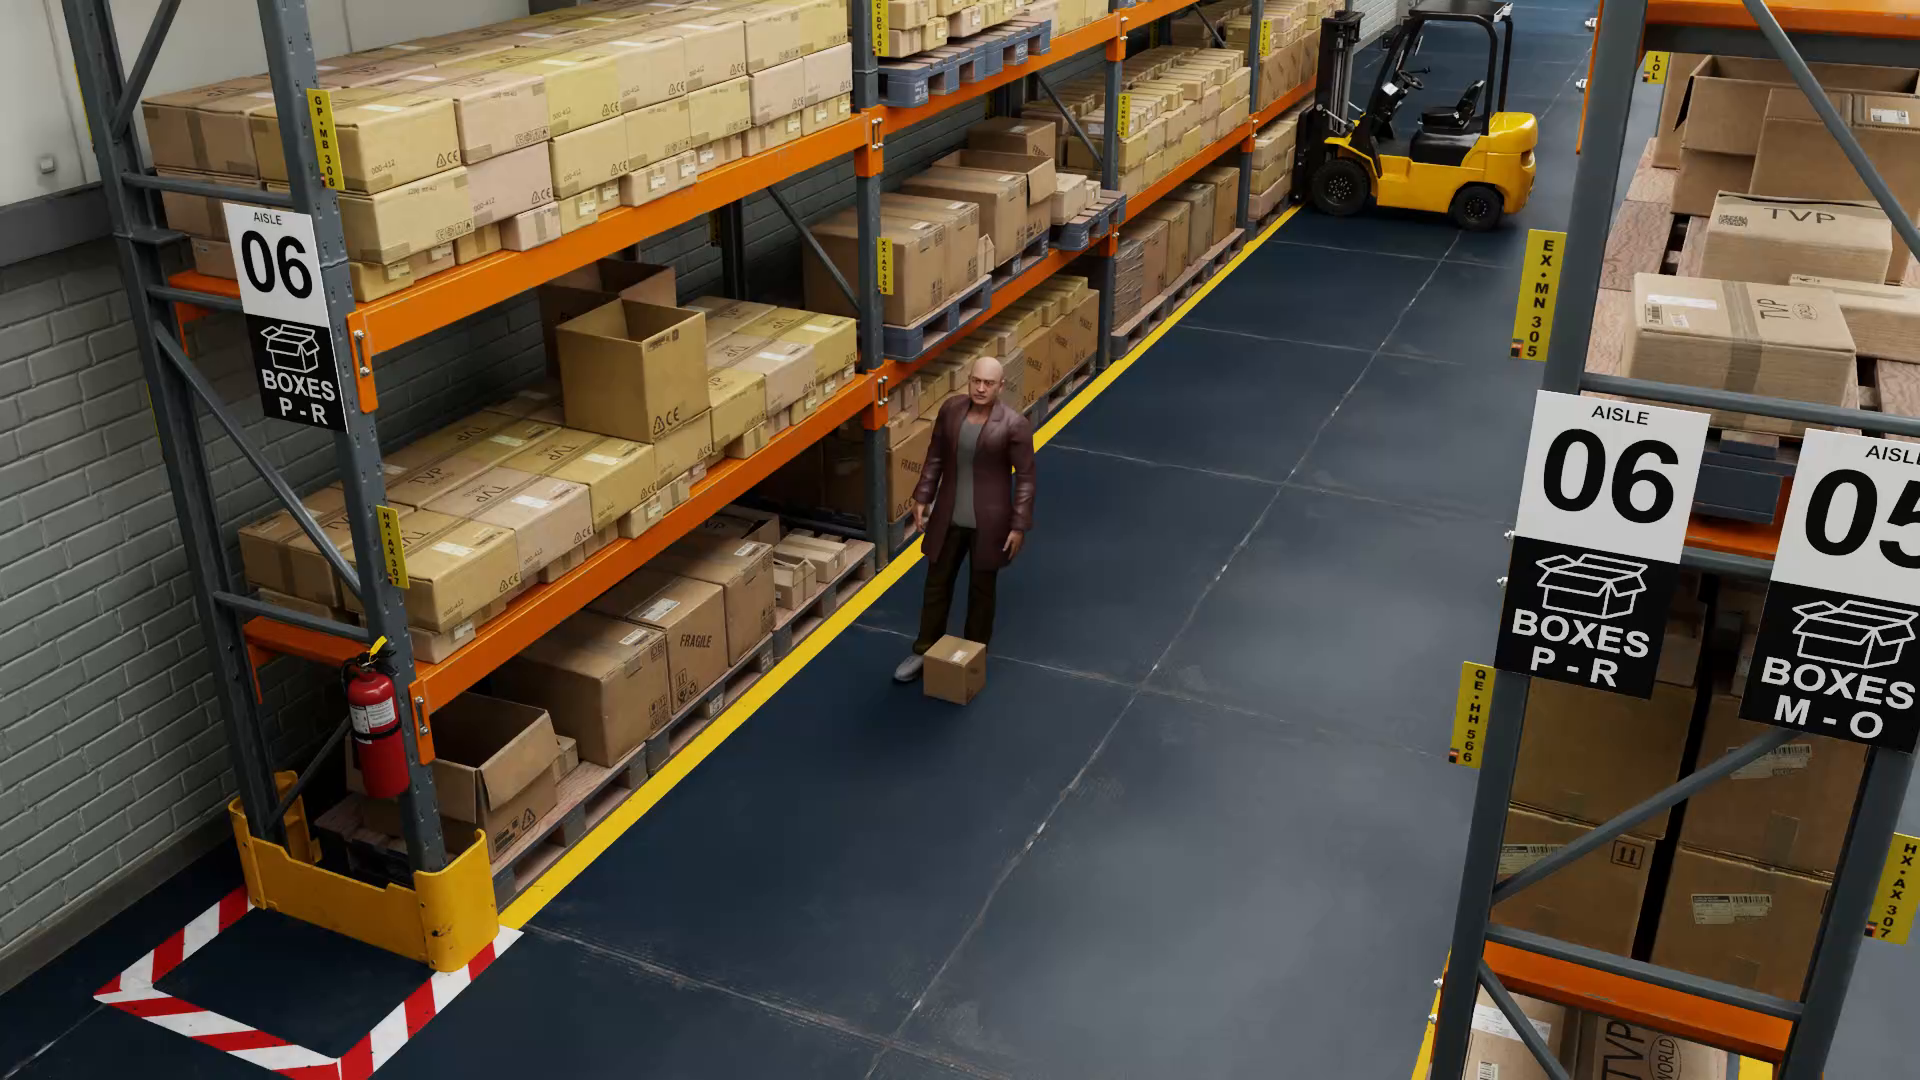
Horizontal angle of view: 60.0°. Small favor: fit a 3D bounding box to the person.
[{"bbox_3d":[0.030,-0.078,8.770,0.694,1.775,0.582,12,28,23],"label":"person"}]
